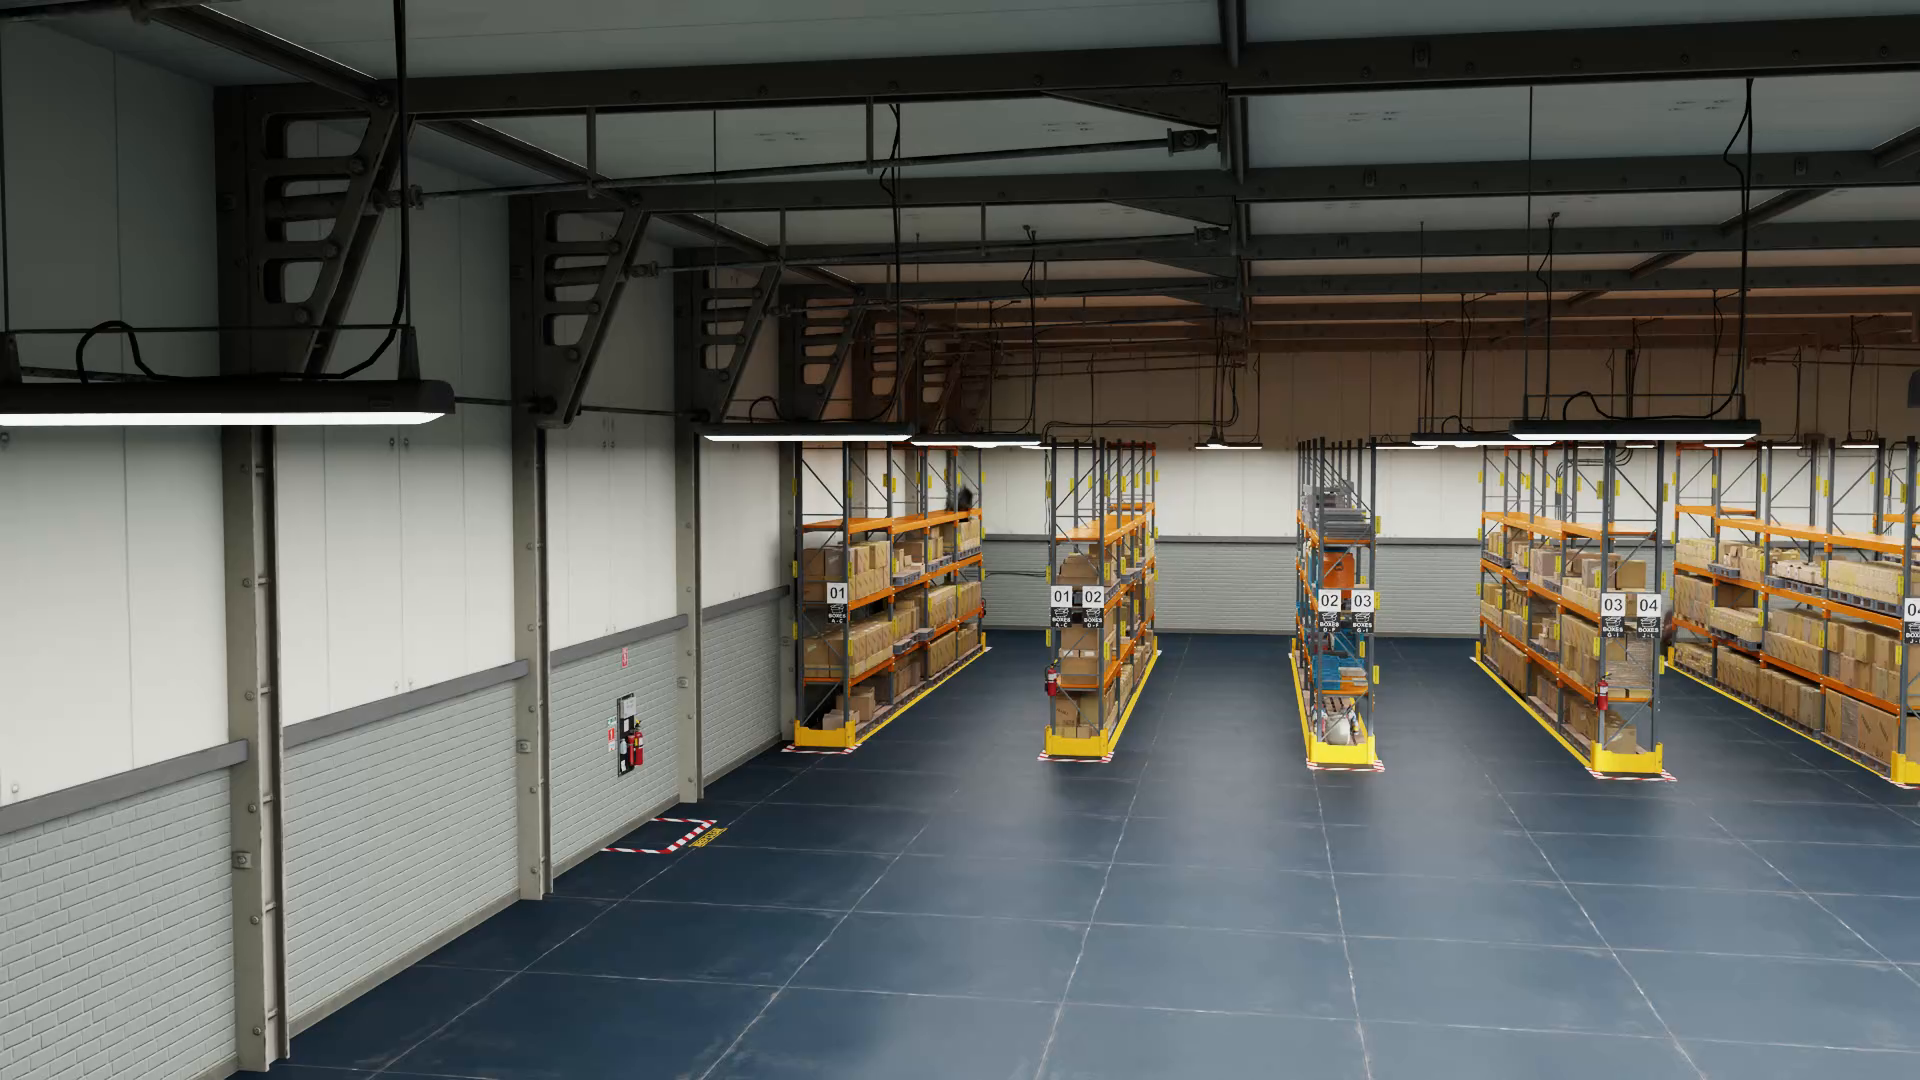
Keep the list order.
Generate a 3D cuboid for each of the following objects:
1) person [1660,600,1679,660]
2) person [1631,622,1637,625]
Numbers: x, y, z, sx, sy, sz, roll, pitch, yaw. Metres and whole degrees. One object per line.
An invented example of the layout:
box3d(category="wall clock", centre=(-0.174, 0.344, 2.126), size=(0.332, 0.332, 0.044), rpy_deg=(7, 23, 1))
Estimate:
box3d(category="person", centre=(19.544, 2.457, 45.771), size=(0.773, 1.711, 0.748), rpy_deg=(0, 3, 5))
box3d(category="person", centre=(17.724, 2.631, 44.079), size=(0.561, 1.552, 0.578), rpy_deg=(1, 3, 18))
